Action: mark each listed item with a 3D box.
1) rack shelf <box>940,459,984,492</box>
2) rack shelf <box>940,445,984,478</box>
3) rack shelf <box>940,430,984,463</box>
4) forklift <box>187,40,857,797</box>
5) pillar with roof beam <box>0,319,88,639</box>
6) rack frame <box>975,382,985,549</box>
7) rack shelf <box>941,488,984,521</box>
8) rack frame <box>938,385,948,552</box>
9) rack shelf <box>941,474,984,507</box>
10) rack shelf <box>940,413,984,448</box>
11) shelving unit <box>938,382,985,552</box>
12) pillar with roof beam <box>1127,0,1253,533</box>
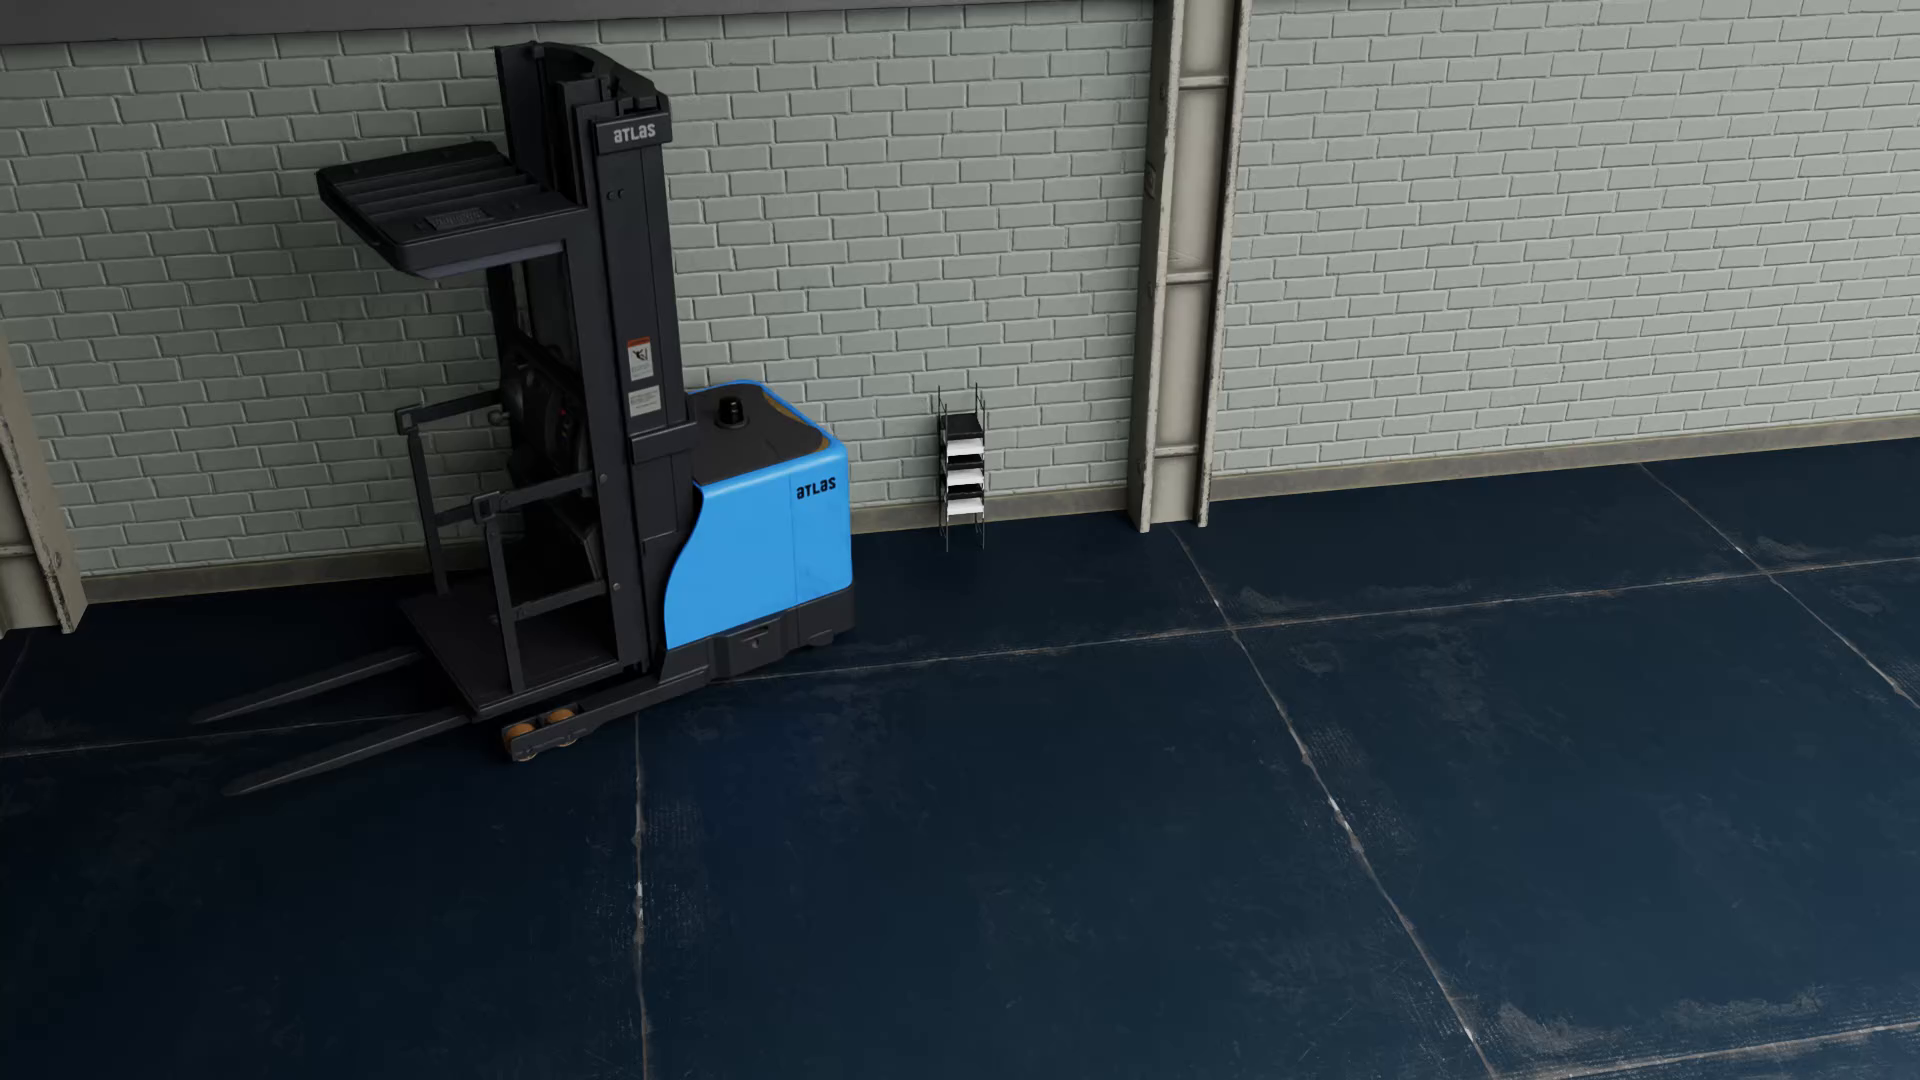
[{"bbox_3d":[0.008,-0.360,9.040,0.200,0.077,0.258,-5,31,-9],"label":"rack shelf"},{"bbox_3d":[0.008,-0.438,8.994,0.200,0.077,0.258,-5,31,-9],"label":"rack shelf"},{"bbox_3d":[0.008,-0.515,8.949,0.200,0.077,0.258,-5,31,-9],"label":"rack shelf"},{"bbox_3d":[-2.028,-0.566,7.321,3.031,2.935,1.130,-19,35,-29],"label":"forklift"},{"bbox_3d":[-3.953,-1.321,2.619,0.400,9.000,9.100,-5,31,-9],"label":"pillar with roof beam"},{"bbox_3d":[0.108,-0.398,9.039,0.006,0.900,0.240,-5,31,-9],"label":"rack frame"},{"bbox_3d":[0.008,-0.205,9.131,0.200,0.077,0.258,-5,31,-9],"label":"rack shelf"},{"bbox_3d":[-0.092,-0.379,9.007,0.006,0.900,0.240,-5,31,-9],"label":"rack frame"},{"bbox_3d":[0.008,-0.282,9.086,0.200,0.077,0.258,-5,31,-9],"label":"rack shelf"},{"bbox_3d":[0.008,-0.593,8.903,0.200,0.077,0.258,-5,31,-9],"label":"rack shelf"},{"bbox_3d":[0.008,-0.389,9.023,0.210,0.900,0.258,-5,31,-9],"label":"shelving unit"},{"bbox_3d":[1.949,-1.869,3.550,0.400,9.000,9.100,-5,31,-9],"label":"pillar with roof beam"}]
